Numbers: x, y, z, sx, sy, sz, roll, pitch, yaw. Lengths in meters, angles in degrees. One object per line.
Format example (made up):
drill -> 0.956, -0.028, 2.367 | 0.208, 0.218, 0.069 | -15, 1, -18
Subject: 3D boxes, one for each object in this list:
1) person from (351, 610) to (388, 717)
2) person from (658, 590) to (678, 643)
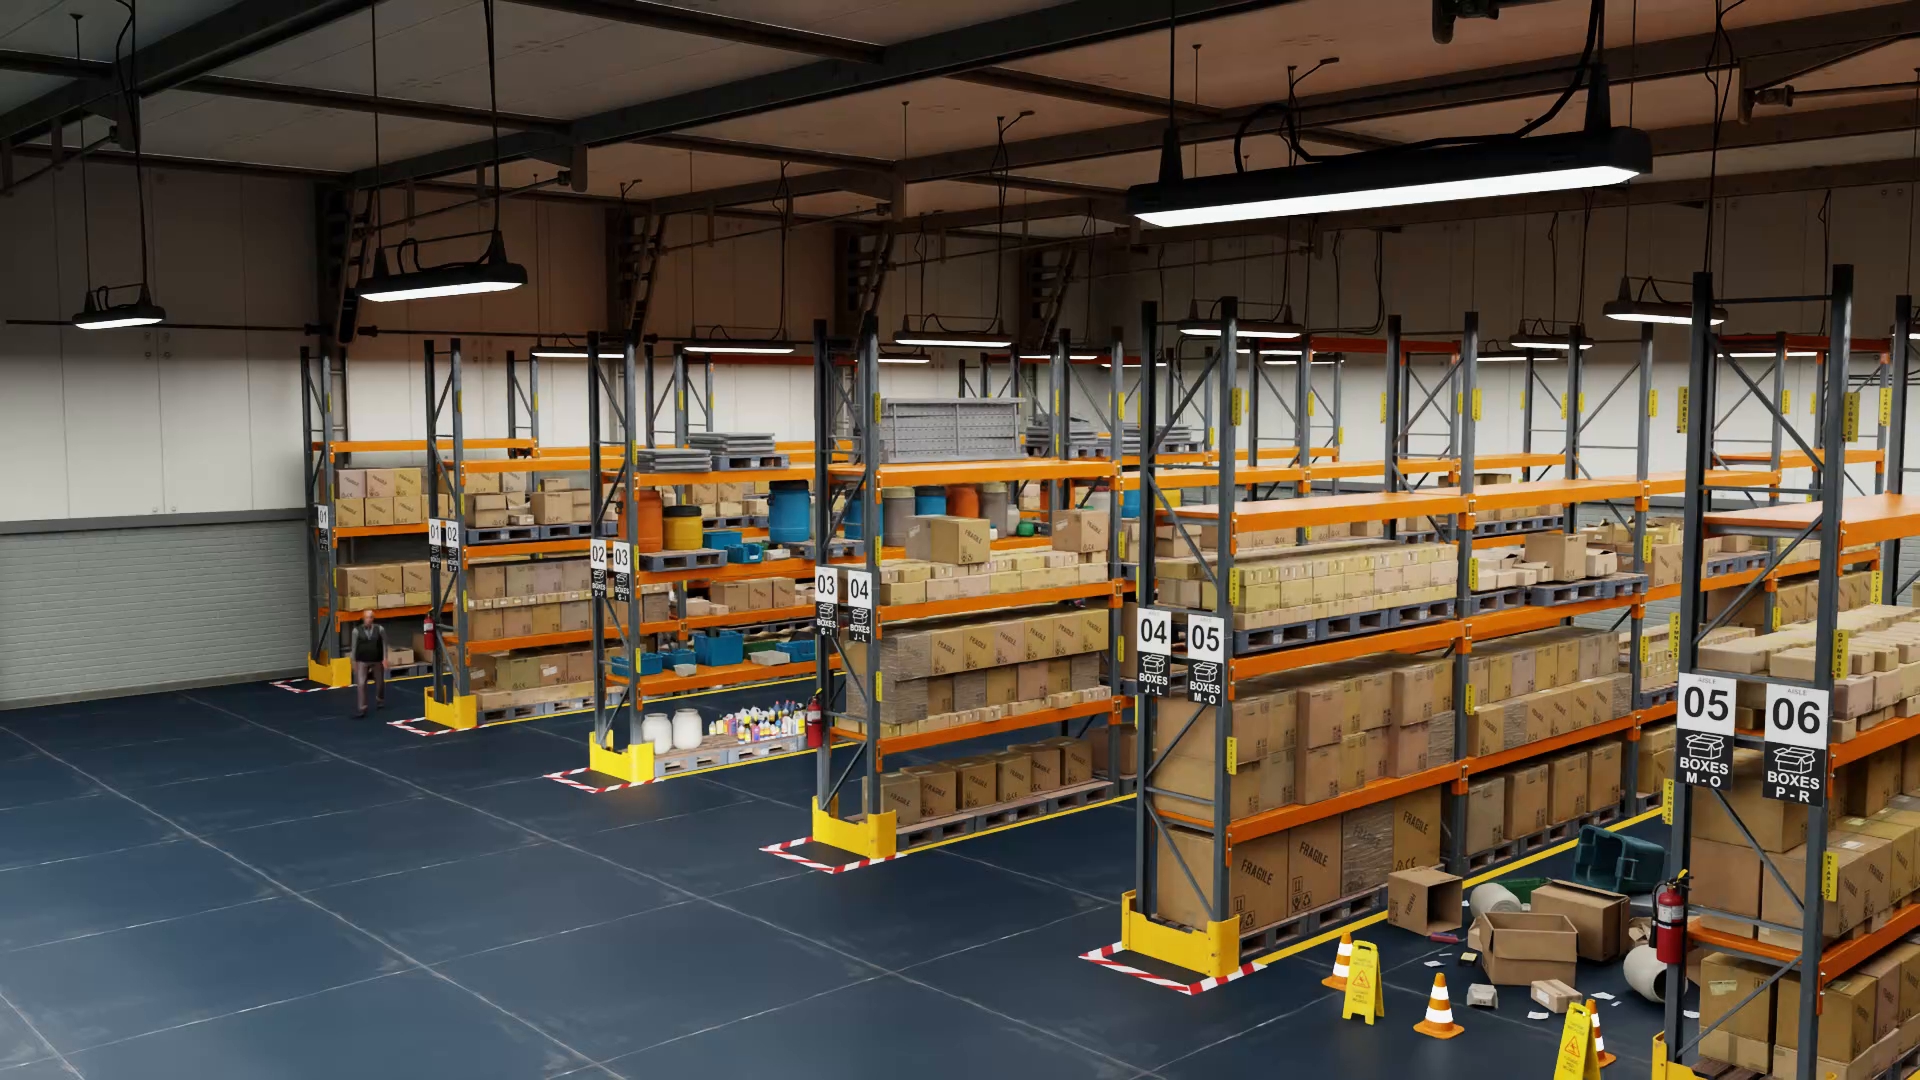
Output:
person -> -9.536, 1.965, 26.851 | 0.546, 1.691, 0.876 | -2, 5, -23
person -> -5.765, 1.497, 32.323 | 0.554, 1.591, 1.066 | 3, 6, 31
